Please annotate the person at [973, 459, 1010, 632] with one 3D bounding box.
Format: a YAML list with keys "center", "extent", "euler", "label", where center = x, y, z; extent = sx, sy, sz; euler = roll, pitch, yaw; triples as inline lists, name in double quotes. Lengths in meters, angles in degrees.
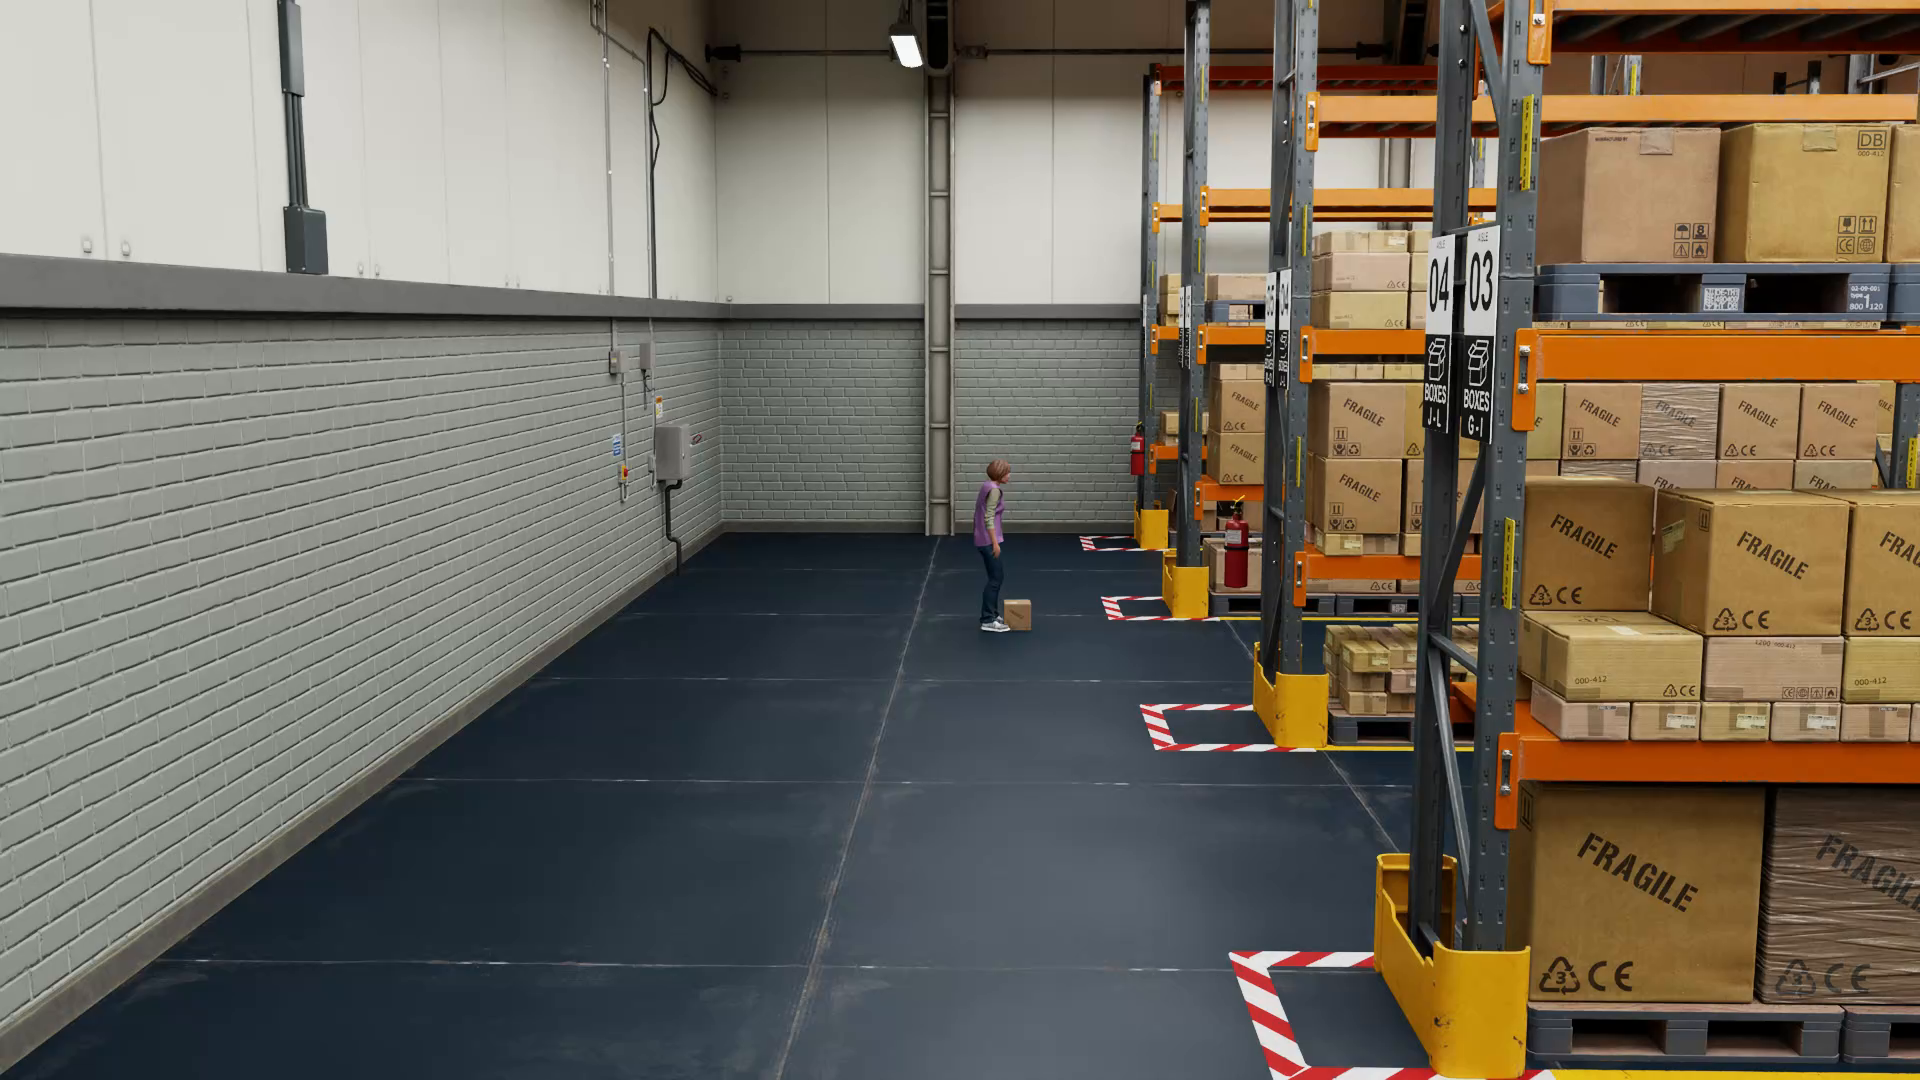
- center: [0.314, 0.046, 15.523]
  extent: [0.377, 1.580, 0.474]
  euler: [0, 7, -2]
  label: "person"
